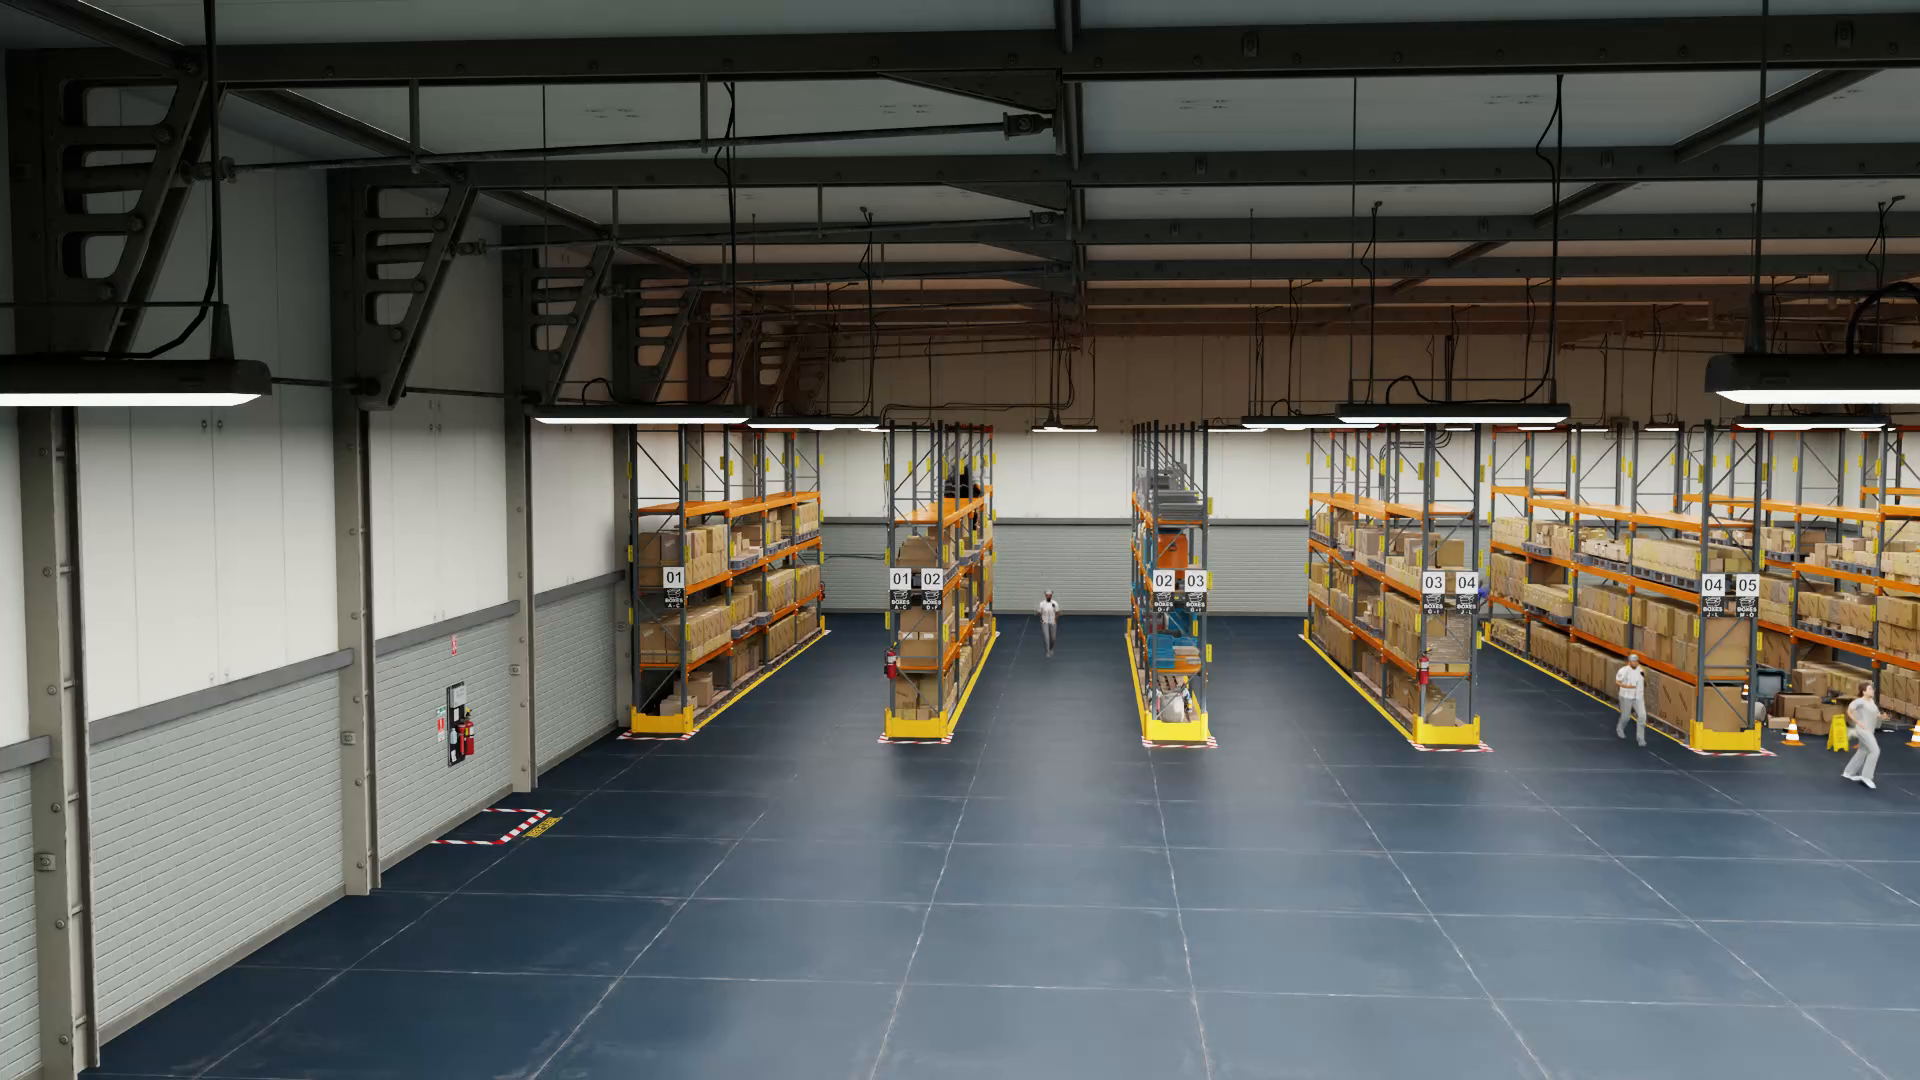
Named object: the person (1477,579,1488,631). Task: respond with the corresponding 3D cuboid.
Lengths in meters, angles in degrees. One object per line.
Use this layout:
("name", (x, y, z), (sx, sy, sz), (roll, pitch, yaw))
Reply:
("person", (14.700, 1.921, 47.463), (0.793, 1.585, 0.645), (0, 4, -1))

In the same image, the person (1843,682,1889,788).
("person", (14.813, 3.182, 27.203), (0.558, 1.706, 0.671), (-3, 5, -40))

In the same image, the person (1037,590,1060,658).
("person", (2.163, 2.034, 40.583), (0.573, 1.663, 0.516), (0, 4, -2))

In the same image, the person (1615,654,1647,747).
("person", (12.470, 2.948, 30.905), (0.632, 1.689, 0.900), (0, 4, -1))
